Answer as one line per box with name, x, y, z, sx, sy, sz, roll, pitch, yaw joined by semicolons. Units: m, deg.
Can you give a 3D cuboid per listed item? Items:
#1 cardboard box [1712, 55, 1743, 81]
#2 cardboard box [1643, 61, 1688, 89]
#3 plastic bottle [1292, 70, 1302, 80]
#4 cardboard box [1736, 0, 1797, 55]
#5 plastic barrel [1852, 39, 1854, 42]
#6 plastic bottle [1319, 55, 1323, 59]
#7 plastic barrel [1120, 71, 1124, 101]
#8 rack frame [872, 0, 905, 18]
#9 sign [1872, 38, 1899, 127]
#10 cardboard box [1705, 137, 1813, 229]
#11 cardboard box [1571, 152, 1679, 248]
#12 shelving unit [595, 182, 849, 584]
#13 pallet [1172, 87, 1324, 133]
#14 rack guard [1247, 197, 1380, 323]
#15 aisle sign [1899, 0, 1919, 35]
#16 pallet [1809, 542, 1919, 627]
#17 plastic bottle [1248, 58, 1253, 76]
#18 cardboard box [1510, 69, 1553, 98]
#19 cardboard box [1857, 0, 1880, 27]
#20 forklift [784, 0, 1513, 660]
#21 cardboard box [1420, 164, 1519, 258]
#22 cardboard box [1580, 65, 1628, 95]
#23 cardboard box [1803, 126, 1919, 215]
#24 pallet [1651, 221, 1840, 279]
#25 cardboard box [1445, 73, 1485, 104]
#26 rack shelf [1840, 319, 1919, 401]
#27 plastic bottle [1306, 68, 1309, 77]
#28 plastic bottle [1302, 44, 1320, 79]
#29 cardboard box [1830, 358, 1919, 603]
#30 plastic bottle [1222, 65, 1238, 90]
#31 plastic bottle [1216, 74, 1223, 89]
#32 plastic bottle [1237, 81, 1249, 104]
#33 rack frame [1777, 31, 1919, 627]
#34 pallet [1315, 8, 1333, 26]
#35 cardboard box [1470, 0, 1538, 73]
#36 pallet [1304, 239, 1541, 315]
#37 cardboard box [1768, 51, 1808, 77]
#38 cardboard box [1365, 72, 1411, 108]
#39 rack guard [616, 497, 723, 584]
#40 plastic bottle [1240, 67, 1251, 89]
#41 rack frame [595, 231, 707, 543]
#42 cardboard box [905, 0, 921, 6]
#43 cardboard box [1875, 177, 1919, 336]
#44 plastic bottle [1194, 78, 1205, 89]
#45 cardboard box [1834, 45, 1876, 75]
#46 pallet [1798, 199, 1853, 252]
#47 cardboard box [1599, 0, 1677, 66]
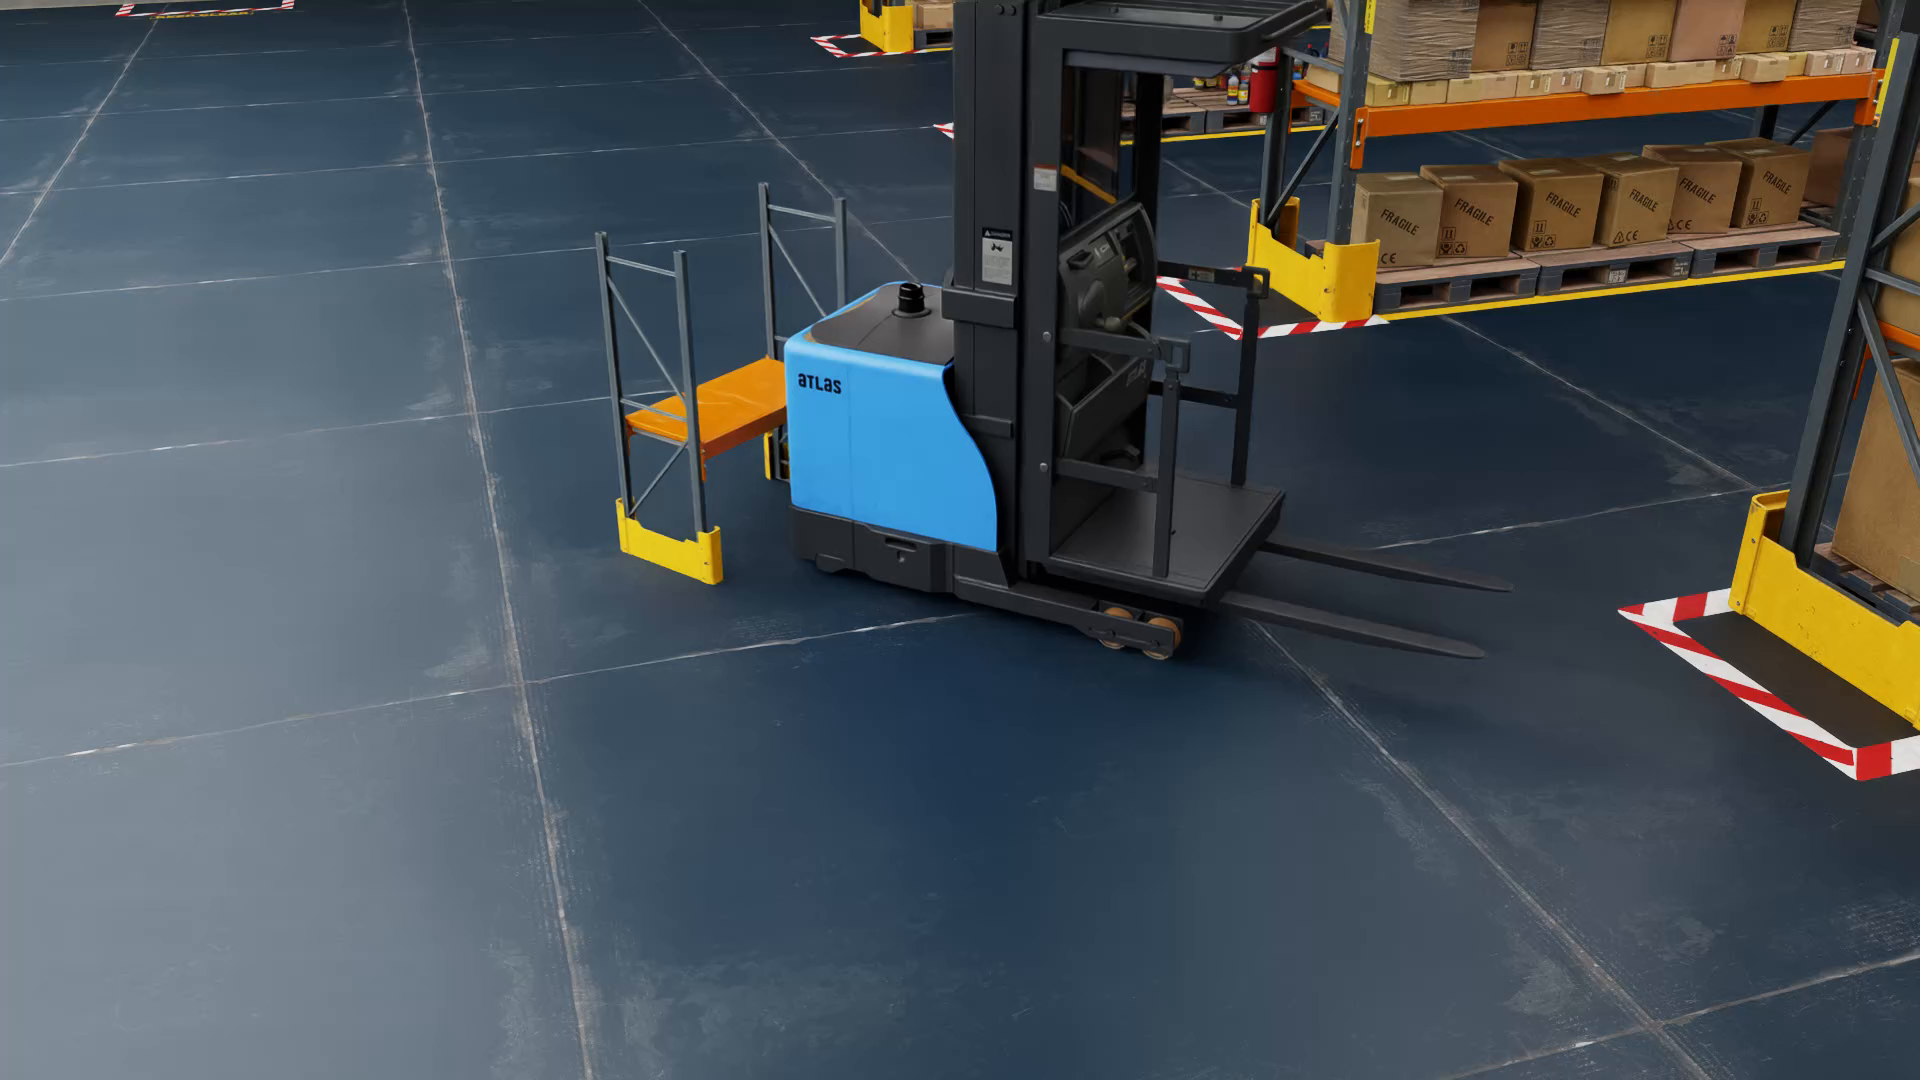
cardboard box;4.940;-3.153;11.009;0.250;0.149;0.380;-8;28;-16
cardboard box;4.488;-3.052;10.807;0.250;0.149;0.380;-8;28;-16
plastic bottle;3.129;-4.244;15.498;0.097;0.271;0.097;0;26;0
cardboard box;5.099;-3.607;11.195;0.500;0.500;0.875;-8;28;-16
plastic barrel;9.271;-5.428;17.635;0.421;0.512;0.421;0;26;0
plastic bottle;3.502;-4.581;16.178;0.097;0.271;0.097;0;26;0
plastic barrel;1.297;-4.259;15.281;0.421;0.512;0.421;0;26;0
rack frame;-0.836;-7.157;18.793;0.127;3.000;1.000;-8;28;-16
sign;3.514;-1.713;6.258;0.005;0.325;0.100;-8;28;-16
cardboard box;5.639;-2.549;11.850;0.500;0.500;0.500;-9;28;-18
cardboard box;4.531;-2.348;11.445;0.500;0.500;0.500;-11;28;-21
shelving unit;-1.016;-0.742;7.558;0.587;1.500;1.083;18;31;32
pallet;2.685;-4.119;15.810;1.213;0.211;1.003;-8;28;-16
rack guard;2.301;-1.859;10.932;0.348;0.500;1.175;-8;28;-16
aisle sign;3.508;-2.138;5.760;0.004;0.787;0.394;-8;28;-16
pallet;4.405;0.249;7.011;1.213;0.211;1.003;-8;28;-16
plastic bottle;2.842;-4.578;16.081;0.185;0.351;0.144;-7;27;-14
cardboard box;3.531;-2.923;10.547;0.250;0.149;0.380;-8;28;-16
cardboard box;6.831;-4.026;11.339;1.000;1.000;1.000;-8;28;-16
forklift;0.786;-1.096;6.662;3.031;2.935;1.130;13;29;24
cardboard box;3.385;-2.212;11.171;0.500;0.500;0.500;-1;26;-3
cardboard box;4.030;-2.959;10.620;0.250;0.149;0.380;-8;28;-16
cardboard box;6.622;-2.672;12.074;0.500;0.500;0.700;-10;28;-20
pallet;5.404;-2.162;11.868;1.213;0.211;1.003;-8;28;-16
cardboard box;3.059;-2.848;10.396;0.250;0.149;0.380;-8;28;-16
rack shelf;5.570;-0.810;6.817;4.000;0.370;1.077;-8;28;-16
plastic bottle;3.330;-4.288;15.582;0.135;0.276;0.152;-8;27;-15
plastic bottle;3.423;-4.662;16.251;0.185;0.351;0.144;-9;28;-18
cardboard box;4.293;-0.215;6.726;0.875;0.875;0.875;-8;28;-16
plastic bottle;2.587;-4.459;15.918;0.133;0.283;0.061;-8;28;-16
plastic bottle;2.553;-4.500;16.010;0.135;0.276;0.152;-8;28;-16
plastic bottle;2.614;-4.138;15.364;0.097;0.201;0.097;0;26;0
rack frame;3.668;-0.857;6.103;0.127;3.000;1.000;-8;28;-16
pallet;4.818;-6.746;21.102;1.213;0.211;1.003;-8;28;-16
cardboard box;3.198;-3.330;10.637;0.500;0.500;0.875;-8;28;-16
pallet;3.084;-1.826;11.191;1.213;0.211;1.003;-8;28;-16
cardboard box;5.422;-3.213;11.131;0.250;0.149;0.380;-8;28;-16
cardboard box;2.573;-2.794;10.287;0.250;0.149;0.380;-8;28;-16
rack guard;-1.307;-0.003;7.475;0.587;0.250;0.087;18;31;32
plastic bottle;2.742;-4.436;15.964;0.097;0.201;0.097;0;26;0
rack frame;-1.319;-0.556;7.183;0.500;1.500;0.032;18;31;32
cardboard box;-0.417;-6.312;19.711;0.500;0.250;0.500;-8;28;-16
cardboard box;4.007;-0.994;6.211;0.550;0.550;0.875;-8;28;-16
plastic bottle;2.305;-4.444;15.980;0.097;0.201;0.097;0;26;0
cardboard box;5.919;-3.252;11.210;0.250;0.149;0.380;-8;28;-16
pallet;6.772;-2.378;12.302;1.213;0.211;1.003;-8;28;-16
cardboard box;4.166;-3.444;10.867;0.500;0.500;0.875;-8;28;-16
